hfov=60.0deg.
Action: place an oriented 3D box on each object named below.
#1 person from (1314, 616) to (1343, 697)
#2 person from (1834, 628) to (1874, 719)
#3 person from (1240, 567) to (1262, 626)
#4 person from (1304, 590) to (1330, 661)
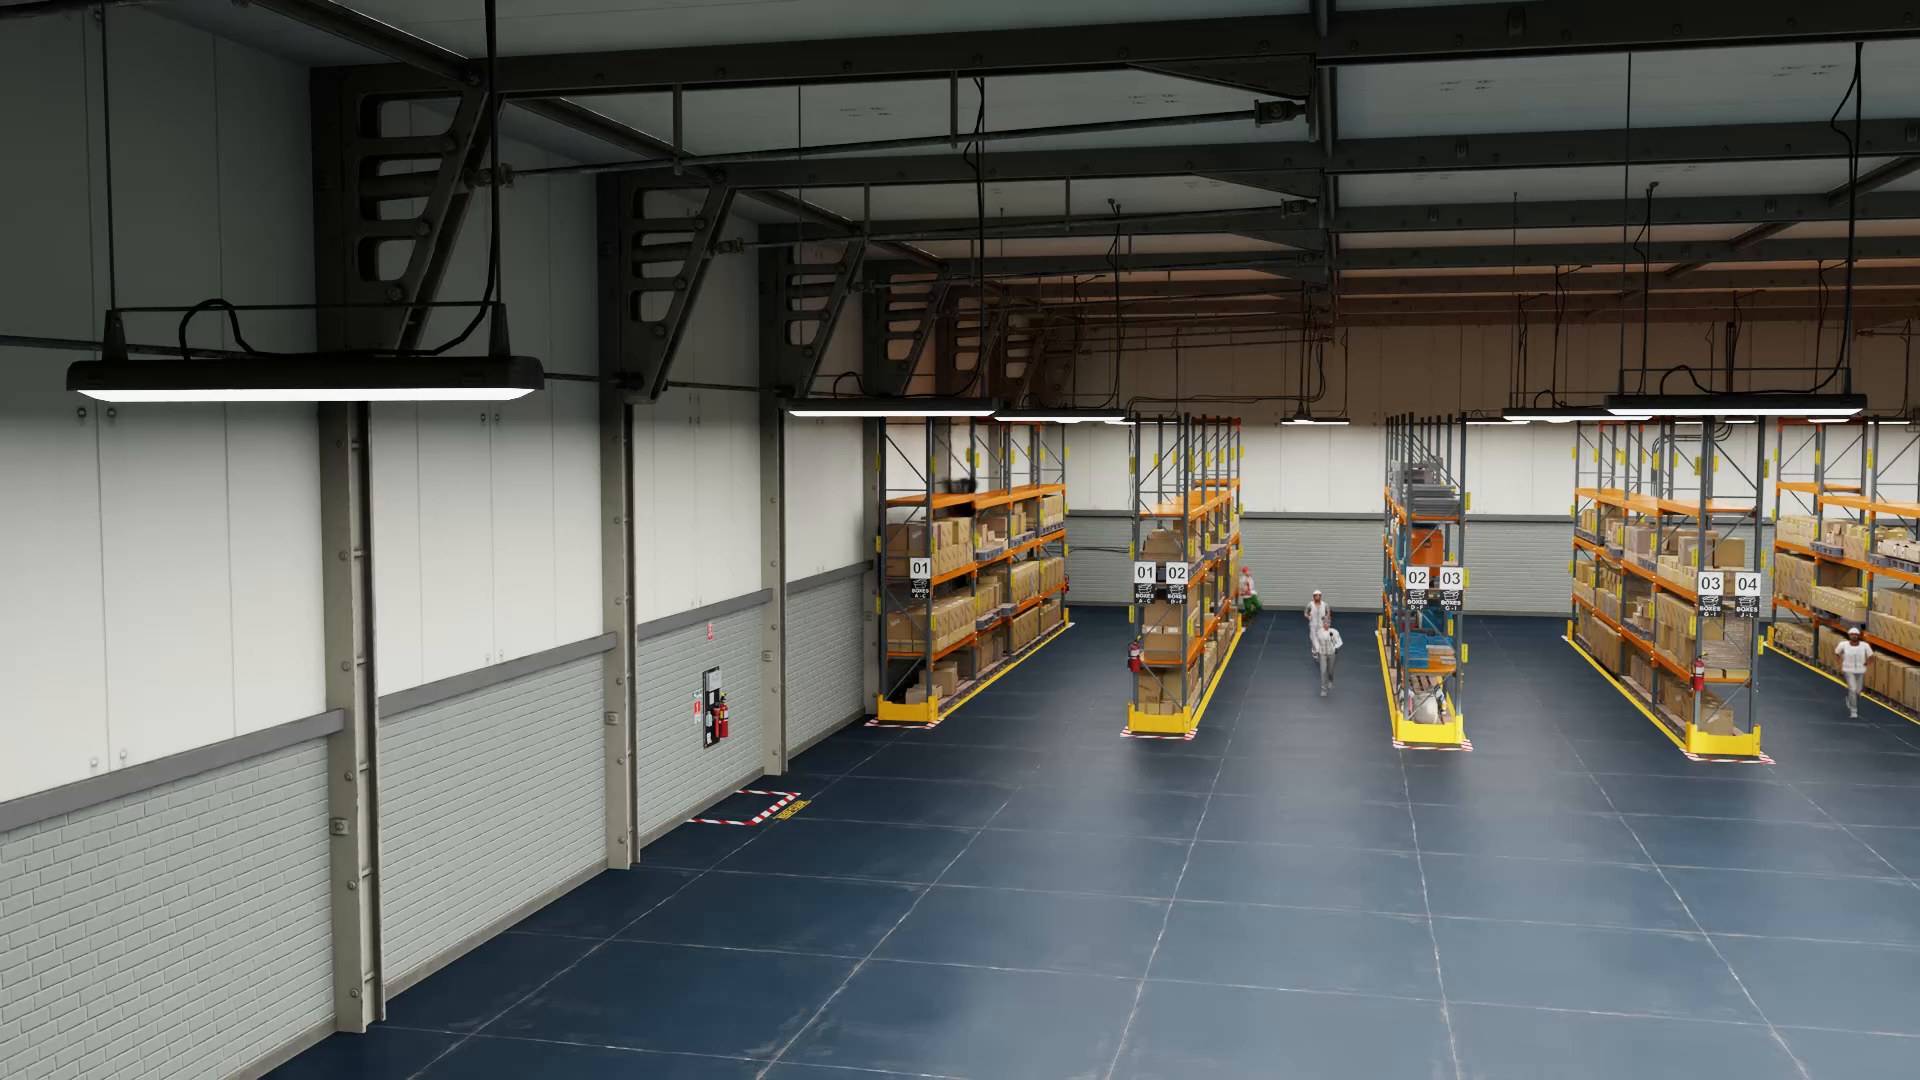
[{"bbox_3d":[7.872,2.458,35.569,0.608,1.705,0.812,1,4,19],"label":"person"},{"bbox_3d":[17.751,2.619,33.002,0.689,1.767,0.852,1,4,18],"label":"person"},{"bbox_3d":[8.274,1.624,47.556,0.669,1.724,0.641,4,5,44],"label":"person"},{"bbox_3d":[8.717,2.104,40.476,0.643,1.740,0.576,0,4,5],"label":"person"}]
